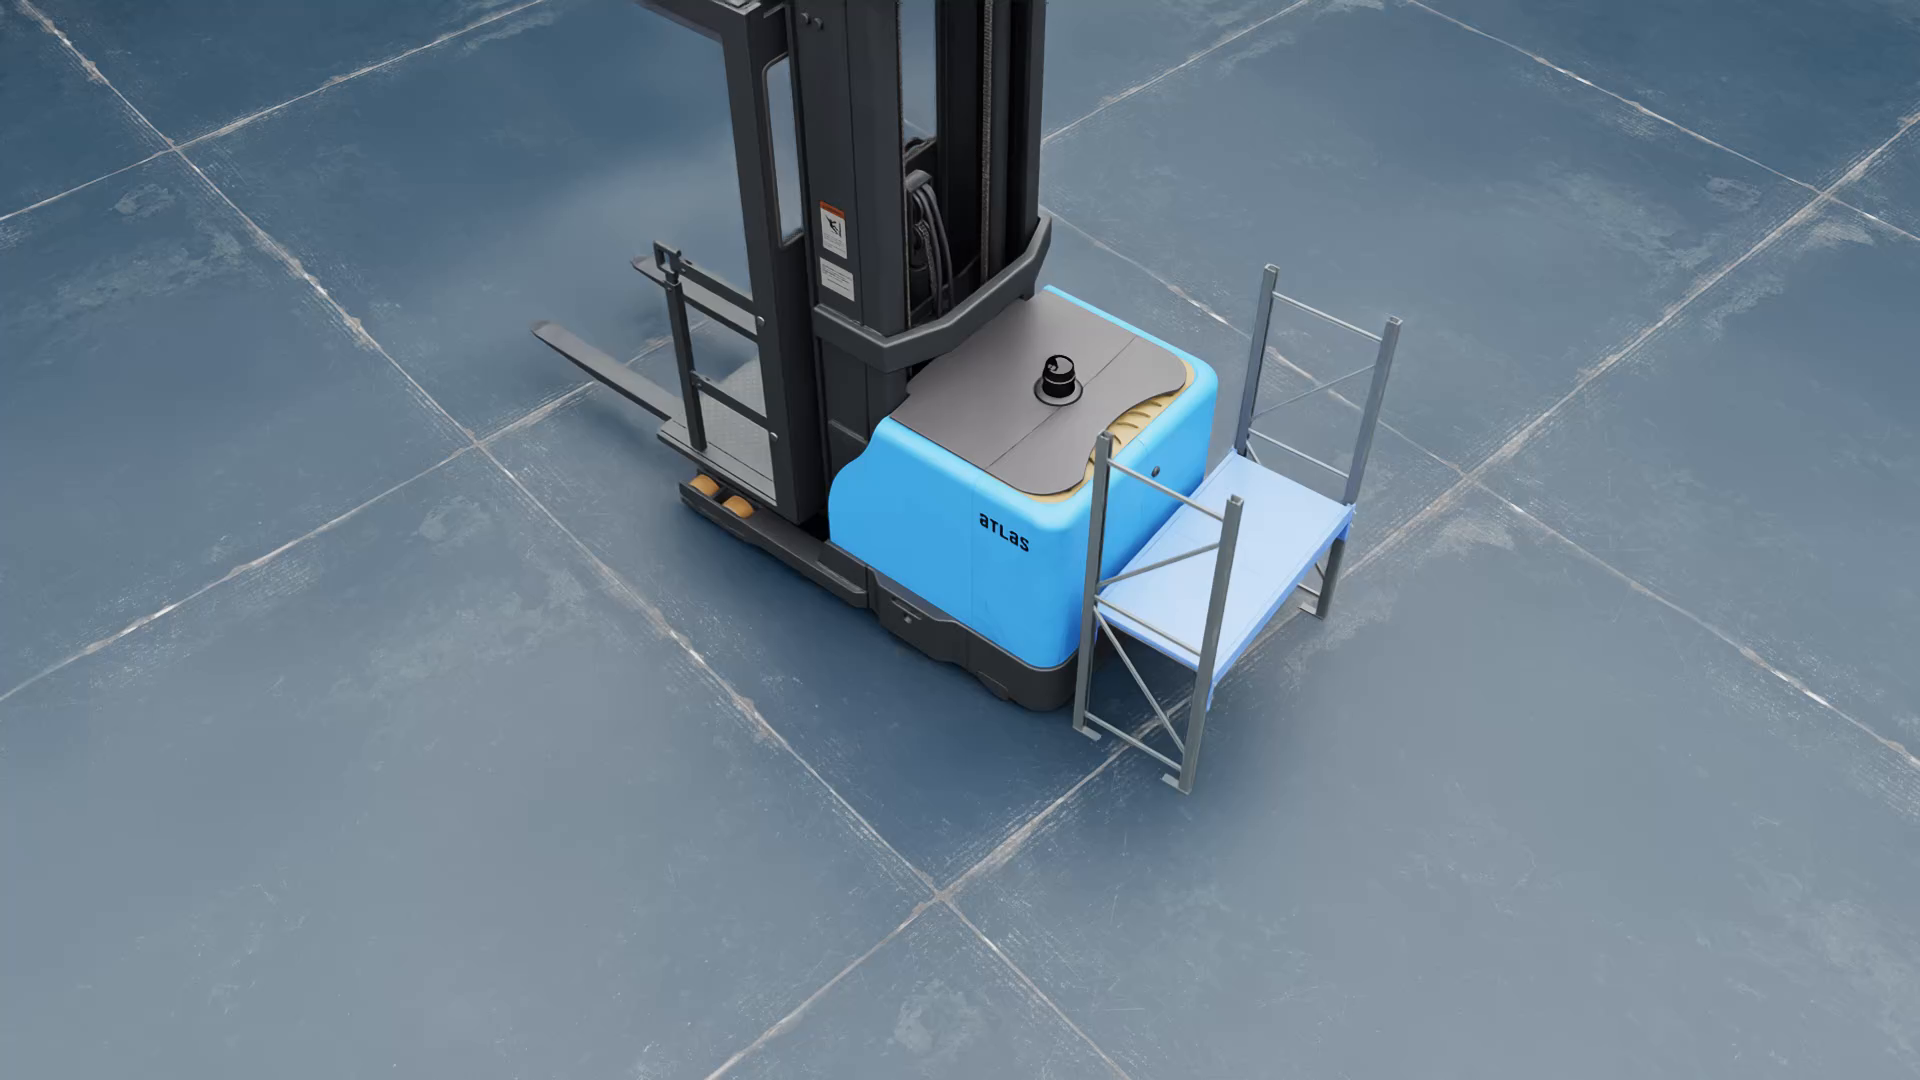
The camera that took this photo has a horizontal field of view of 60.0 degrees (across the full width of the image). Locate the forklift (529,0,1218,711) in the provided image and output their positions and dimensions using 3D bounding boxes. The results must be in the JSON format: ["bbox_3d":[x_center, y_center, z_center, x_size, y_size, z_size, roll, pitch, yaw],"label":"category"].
[{"bbox_3d":[-0.527,-1.281,5.991,3.031,2.935,1.130,31,54,25],"label":"forklift"}]

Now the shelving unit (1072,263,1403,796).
[{"bbox_3d":[0.930,-0.010,5.792,0.538,1.500,1.048,29,54,24],"label":"shelving unit"}]

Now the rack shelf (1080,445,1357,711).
[{"bbox_3d":[0.930,0.111,5.925,0.538,0.185,1.000,29,54,24],"label":"rack shelf"}]

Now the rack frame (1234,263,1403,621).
[{"bbox_3d":[1.235,-0.309,6.068,0.500,1.500,0.032,29,54,24],"label":"rack frame"}]

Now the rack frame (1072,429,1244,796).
[{"bbox_3d":[0.625,0.288,5.517,0.500,1.500,0.032,29,54,24],"label":"rack frame"}]
